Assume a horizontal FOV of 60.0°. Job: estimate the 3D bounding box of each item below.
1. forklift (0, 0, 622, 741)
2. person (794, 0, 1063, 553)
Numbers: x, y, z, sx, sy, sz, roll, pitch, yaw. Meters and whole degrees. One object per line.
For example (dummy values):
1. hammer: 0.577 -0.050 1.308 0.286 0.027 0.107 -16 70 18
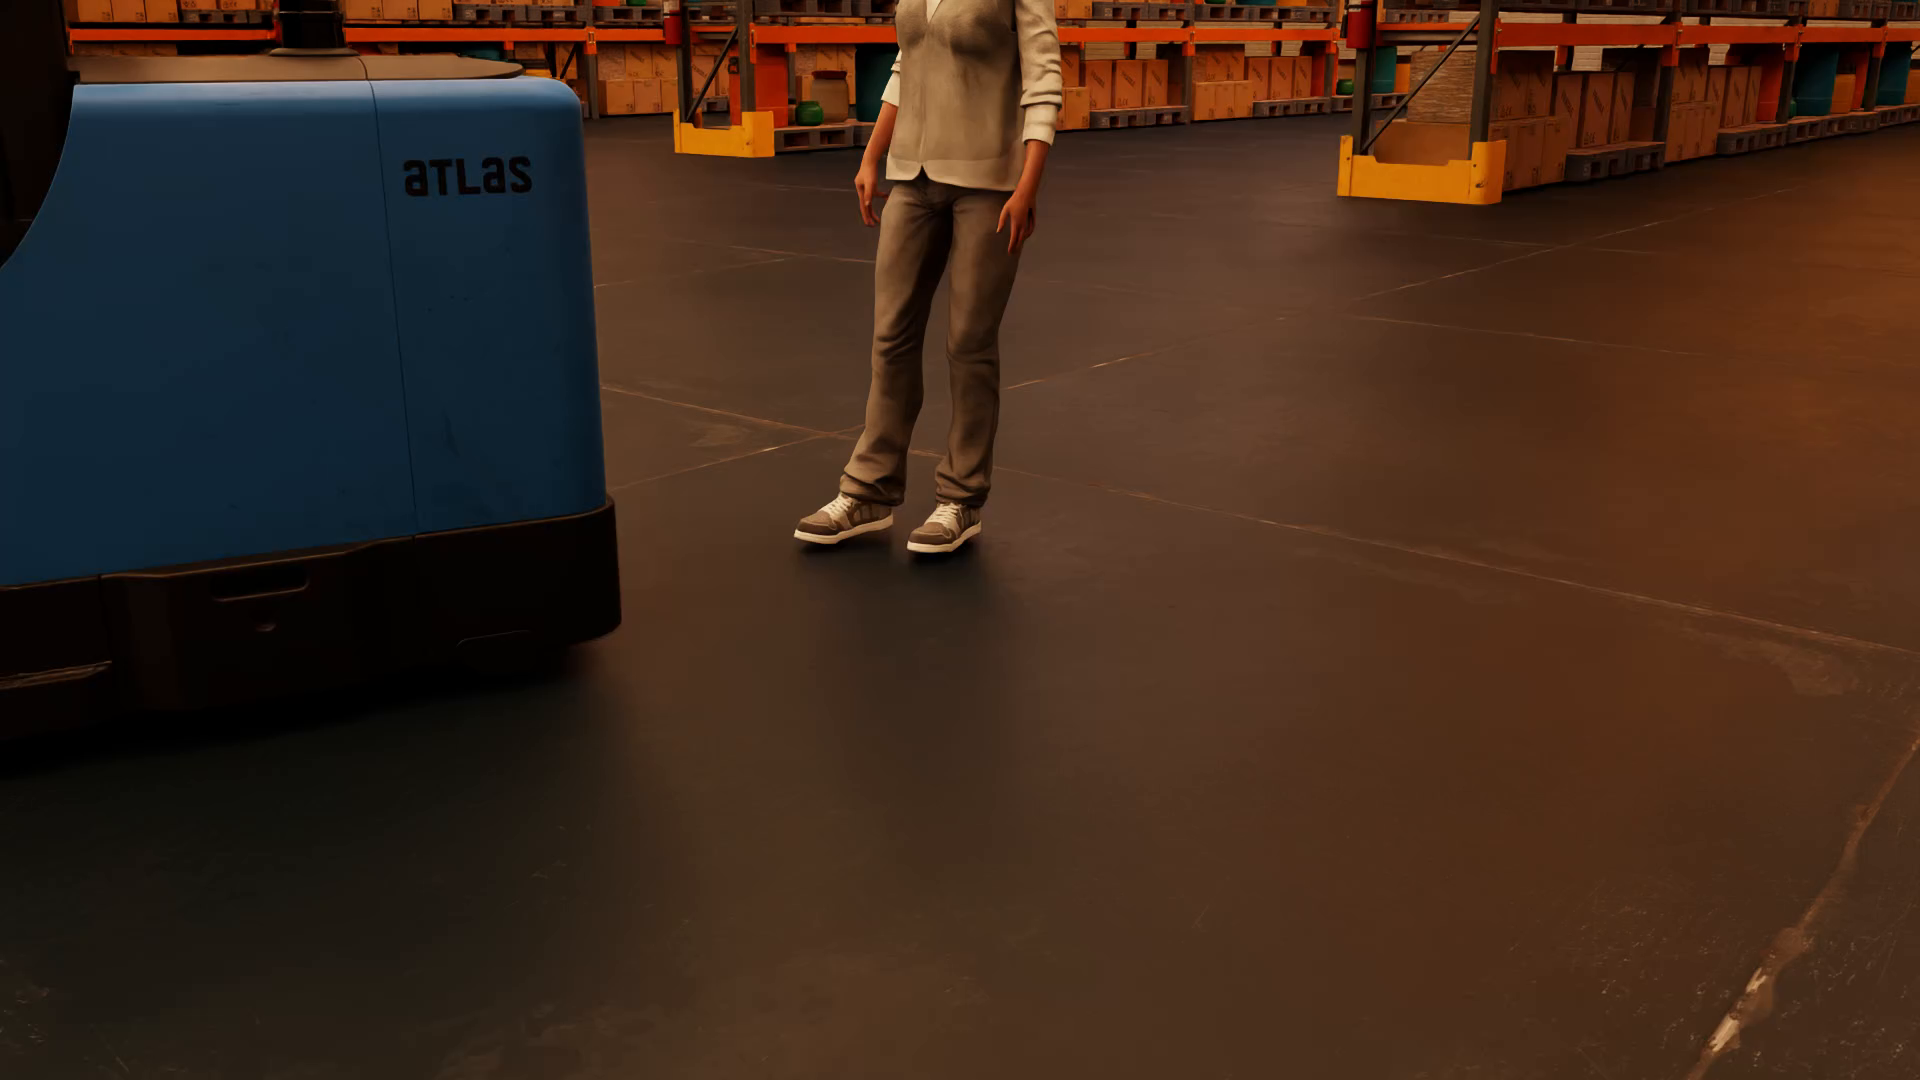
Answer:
1. forklift: -2.198 -1.097 2.510 3.031 2.935 1.130 -8 19 -26
2. person: -0.059 -0.757 3.661 0.520 1.599 0.473 13 21 37
